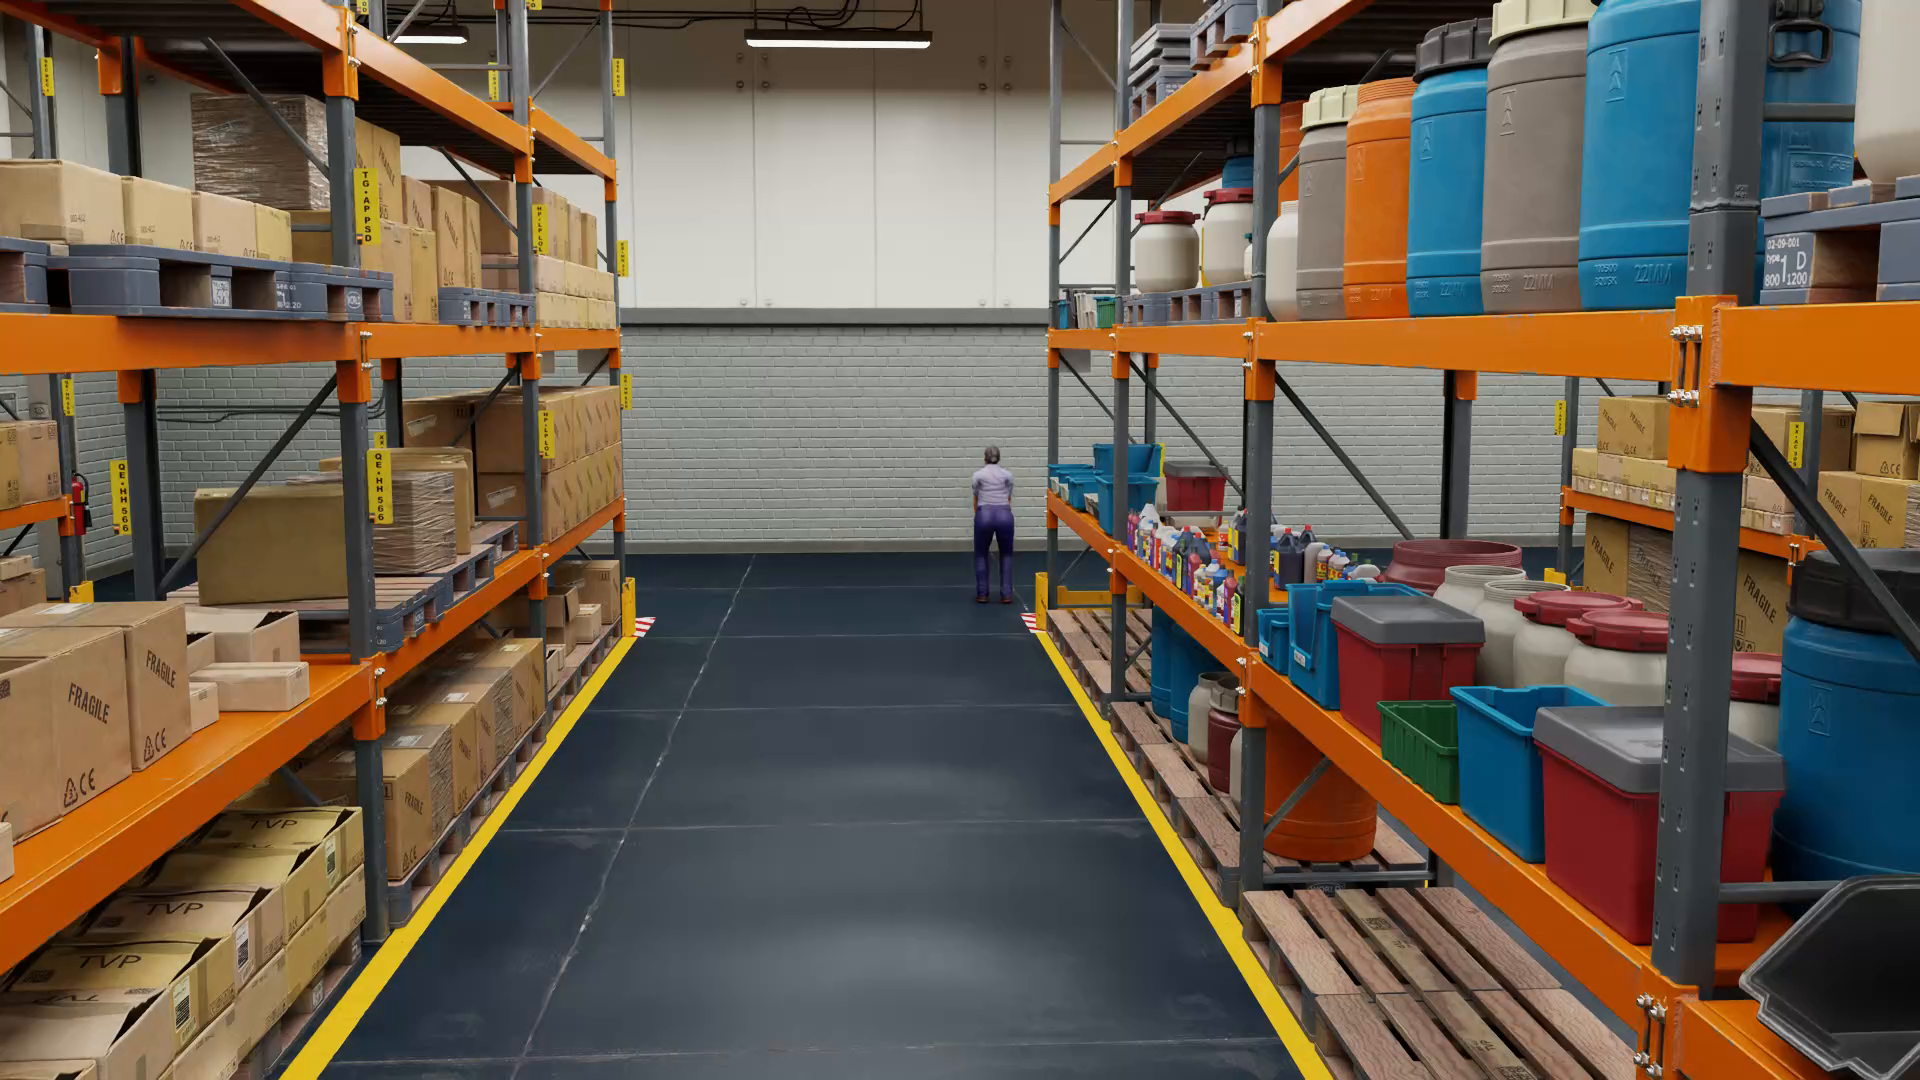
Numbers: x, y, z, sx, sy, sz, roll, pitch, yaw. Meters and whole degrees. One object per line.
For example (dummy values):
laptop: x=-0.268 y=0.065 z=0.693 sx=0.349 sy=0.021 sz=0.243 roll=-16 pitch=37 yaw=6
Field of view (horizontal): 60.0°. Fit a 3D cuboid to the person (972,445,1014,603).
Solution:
person: x=0.333 y=-0.171 z=17.255 sx=0.435 sy=1.646 sz=0.535 roll=-1 pitch=7 yaw=-5
